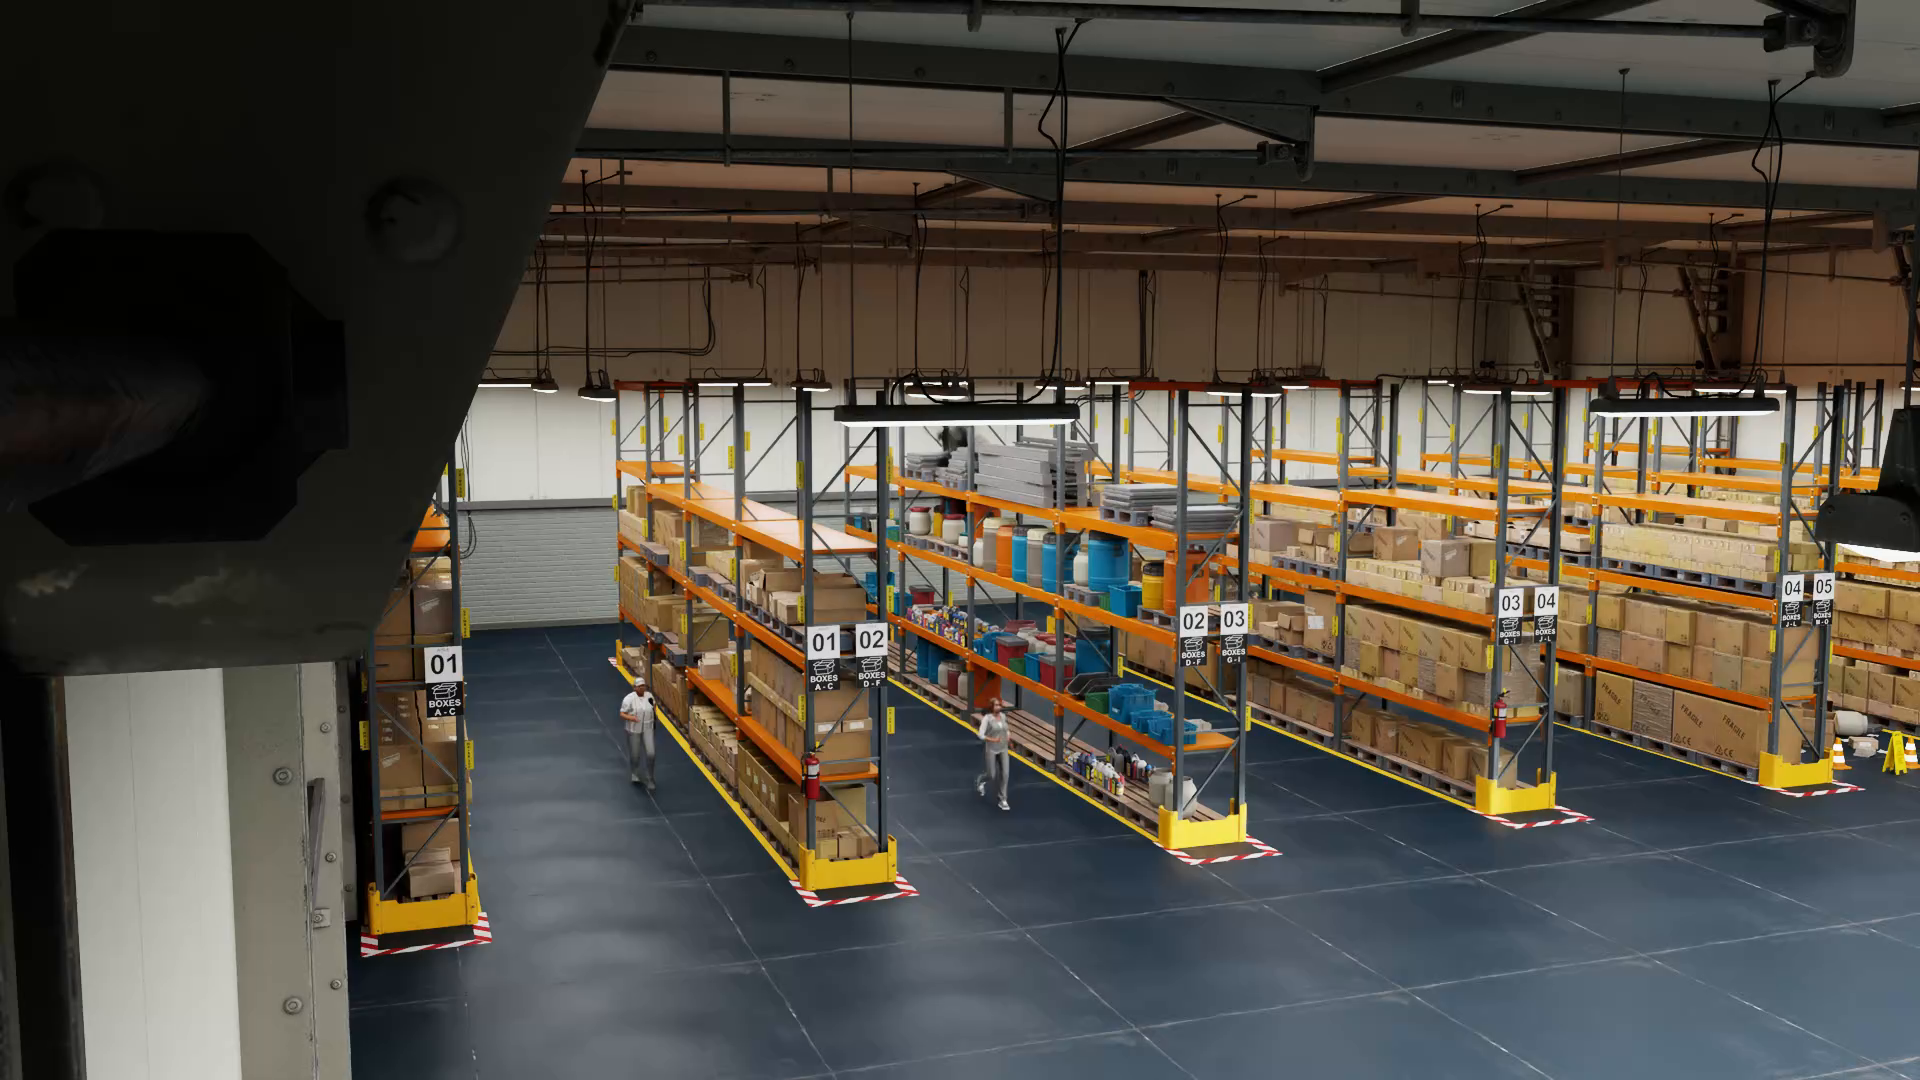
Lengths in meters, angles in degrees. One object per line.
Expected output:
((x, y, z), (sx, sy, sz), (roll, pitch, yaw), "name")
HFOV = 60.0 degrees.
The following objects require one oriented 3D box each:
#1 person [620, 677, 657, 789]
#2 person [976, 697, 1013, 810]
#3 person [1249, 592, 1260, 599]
((-4.792, 2.898, 24.891), (0.592, 1.718, 0.725), (-2, 7, -22), "person")
((0.506, 3.075, 23.856), (0.549, 1.477, 0.781), (-3, 7, -27), "person")
((6.061, 1.889, 34.176), (0.628, 1.662, 0.800), (-3, 7, -23), "person")
